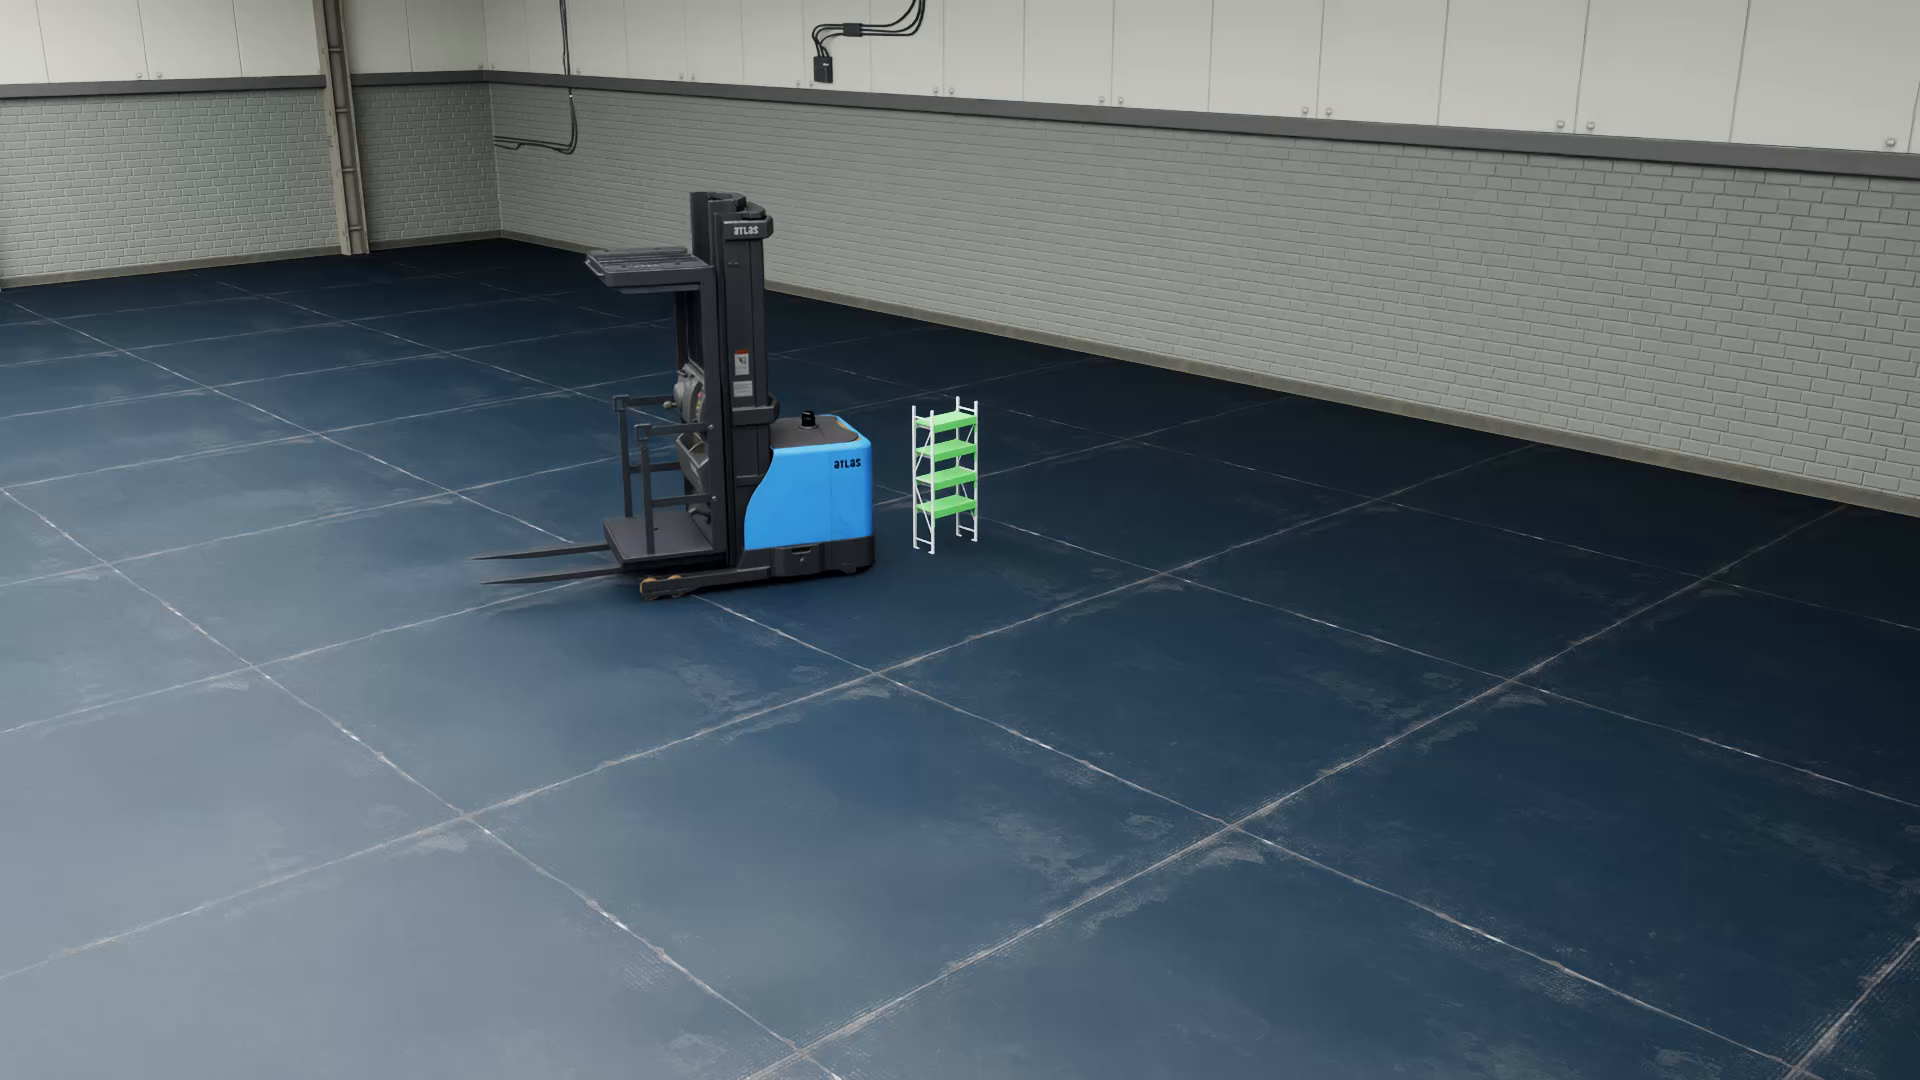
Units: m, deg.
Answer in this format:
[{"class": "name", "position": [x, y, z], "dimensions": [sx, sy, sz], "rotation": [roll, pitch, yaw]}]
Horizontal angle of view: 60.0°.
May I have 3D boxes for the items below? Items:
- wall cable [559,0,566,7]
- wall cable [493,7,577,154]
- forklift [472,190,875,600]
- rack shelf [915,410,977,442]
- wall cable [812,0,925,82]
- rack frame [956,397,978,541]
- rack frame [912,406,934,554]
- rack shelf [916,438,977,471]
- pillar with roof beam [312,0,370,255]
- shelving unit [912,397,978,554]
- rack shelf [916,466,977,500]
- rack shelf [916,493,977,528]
[{"class": "wall cable", "position": [-5.951, -10.076, 27.319], "dimensions": [0.112, 2.526, 3.097], "rotation": [-16, 24, -41]}, {"class": "wall cable", "position": [-7.809, -8.280, 29.968], "dimensions": [0.112, 2.526, 3.097], "rotation": [-16, 24, -41]}, {"class": "forklift", "position": [-2.247, -1.122, 12.693], "dimensions": [3.031, 2.935, 1.130], "rotation": [-6, 19, -19]}, {"class": "rack shelf", "position": [-0.120, -0.931, 13.563], "dimensions": [0.480, 0.148, 0.258], "rotation": [-16, 24, -41]}, {"class": "wall cable", "position": [-1.299, -9.244, 22.392], "dimensions": [0.169, 6.003, 2.305], "rotation": [-16, 24, -41]}, {"class": "rack frame", "position": [0.057, -0.587, 13.851], "dimensions": [0.015, 1.200, 0.240], "rotation": [-16, 24, -41]}, {"class": "rack frame", "position": [-0.298, -0.484, 13.532], "dimensions": [0.015, 1.200, 0.240], "rotation": [-16, 24, -41]}, {"class": "rack shelf", "position": [-0.120, -0.703, 13.637], "dimensions": [0.480, 0.148, 0.258], "rotation": [-16, 24, -41]}, {"class": "pillar with roof beam", "position": [-7.901, -8.465, 25.502], "dimensions": [0.400, 9.000, 9.100], "rotation": [-16, 24, -41]}, {"class": "shelving unit", "position": [-0.120, -0.536, 13.691], "dimensions": [0.503, 1.200, 0.258], "rotation": [-16, 24, -41]}, {"class": "rack shelf", "position": [-0.120, -0.475, 13.711], "dimensions": [0.480, 0.148, 0.258], "rotation": [-16, 24, -41]}, {"class": "rack shelf", "position": [-0.120, -0.247, 13.785], "dimensions": [0.480, 0.148, 0.258], "rotation": [-16, 24, -41]}]
